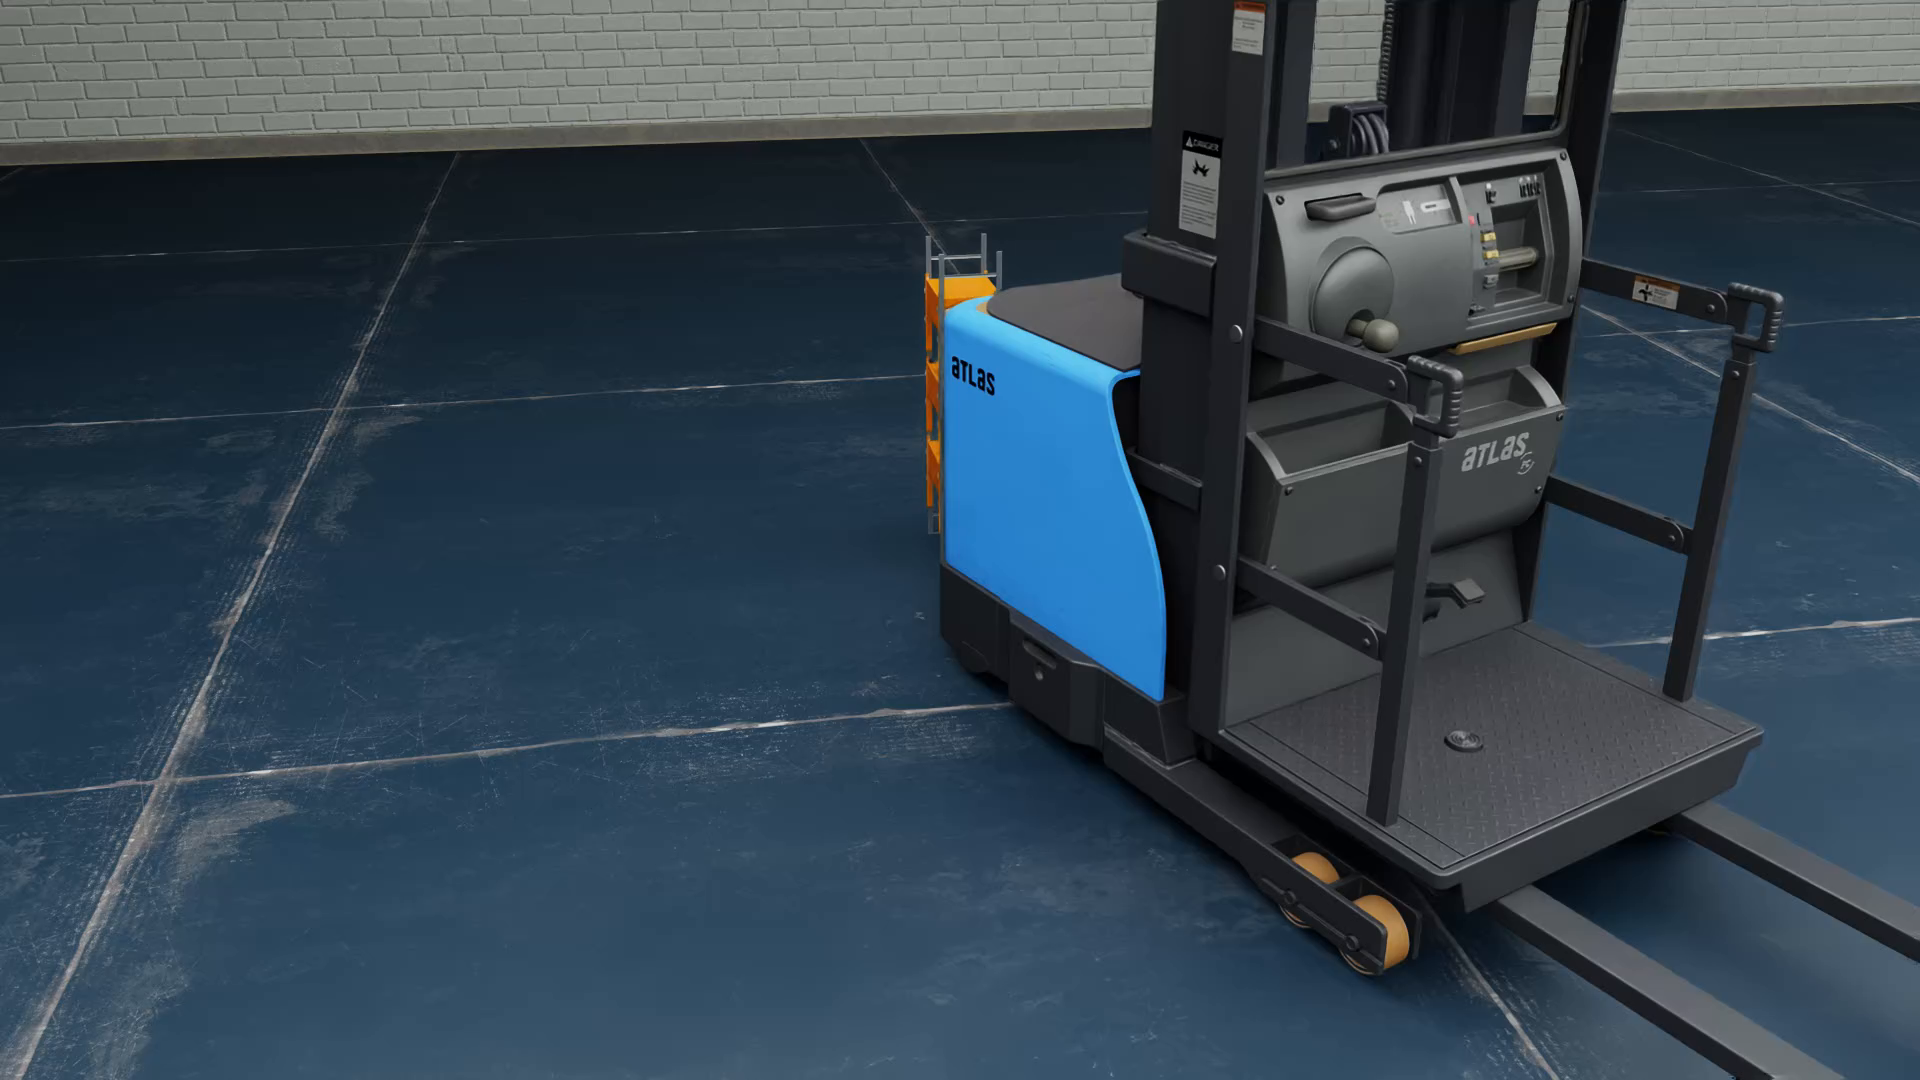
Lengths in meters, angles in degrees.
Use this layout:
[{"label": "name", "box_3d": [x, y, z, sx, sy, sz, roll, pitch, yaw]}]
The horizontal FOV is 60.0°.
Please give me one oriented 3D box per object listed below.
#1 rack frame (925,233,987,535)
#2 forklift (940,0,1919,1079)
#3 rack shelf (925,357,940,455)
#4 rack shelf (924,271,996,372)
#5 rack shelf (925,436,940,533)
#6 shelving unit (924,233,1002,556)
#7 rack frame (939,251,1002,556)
[{"label": "rack frame", "box_3d": [-0.013, -0.508, 5.602, 0.200, 1.050, 0.008, -4, 24, -10]}, {"label": "forklift", "box_3d": [1.159, -0.620, 3.507, 1.130, 2.935, 3.031, -14, 27, -30]}, {"label": "rack shelf", "box_3d": [0.010, -0.450, 5.496, 0.215, 0.259, 0.240, -4, 24, -10]}, {"label": "rack shelf", "box_3d": [0.010, -0.710, 5.382, 0.215, 0.259, 0.240, -4, 24, -10]}, {"label": "rack shelf", "box_3d": [0.010, -0.196, 5.607, 0.215, 0.259, 0.240, -4, 24, -10]}, {"label": "shelving unit", "box_3d": [0.010, -0.460, 5.492, 0.215, 1.050, 0.252, -4, 24, -10]}, {"label": "rack frame", "box_3d": [0.032, -0.412, 5.382, 0.200, 1.050, 0.008, -4, 24, -10]}]
